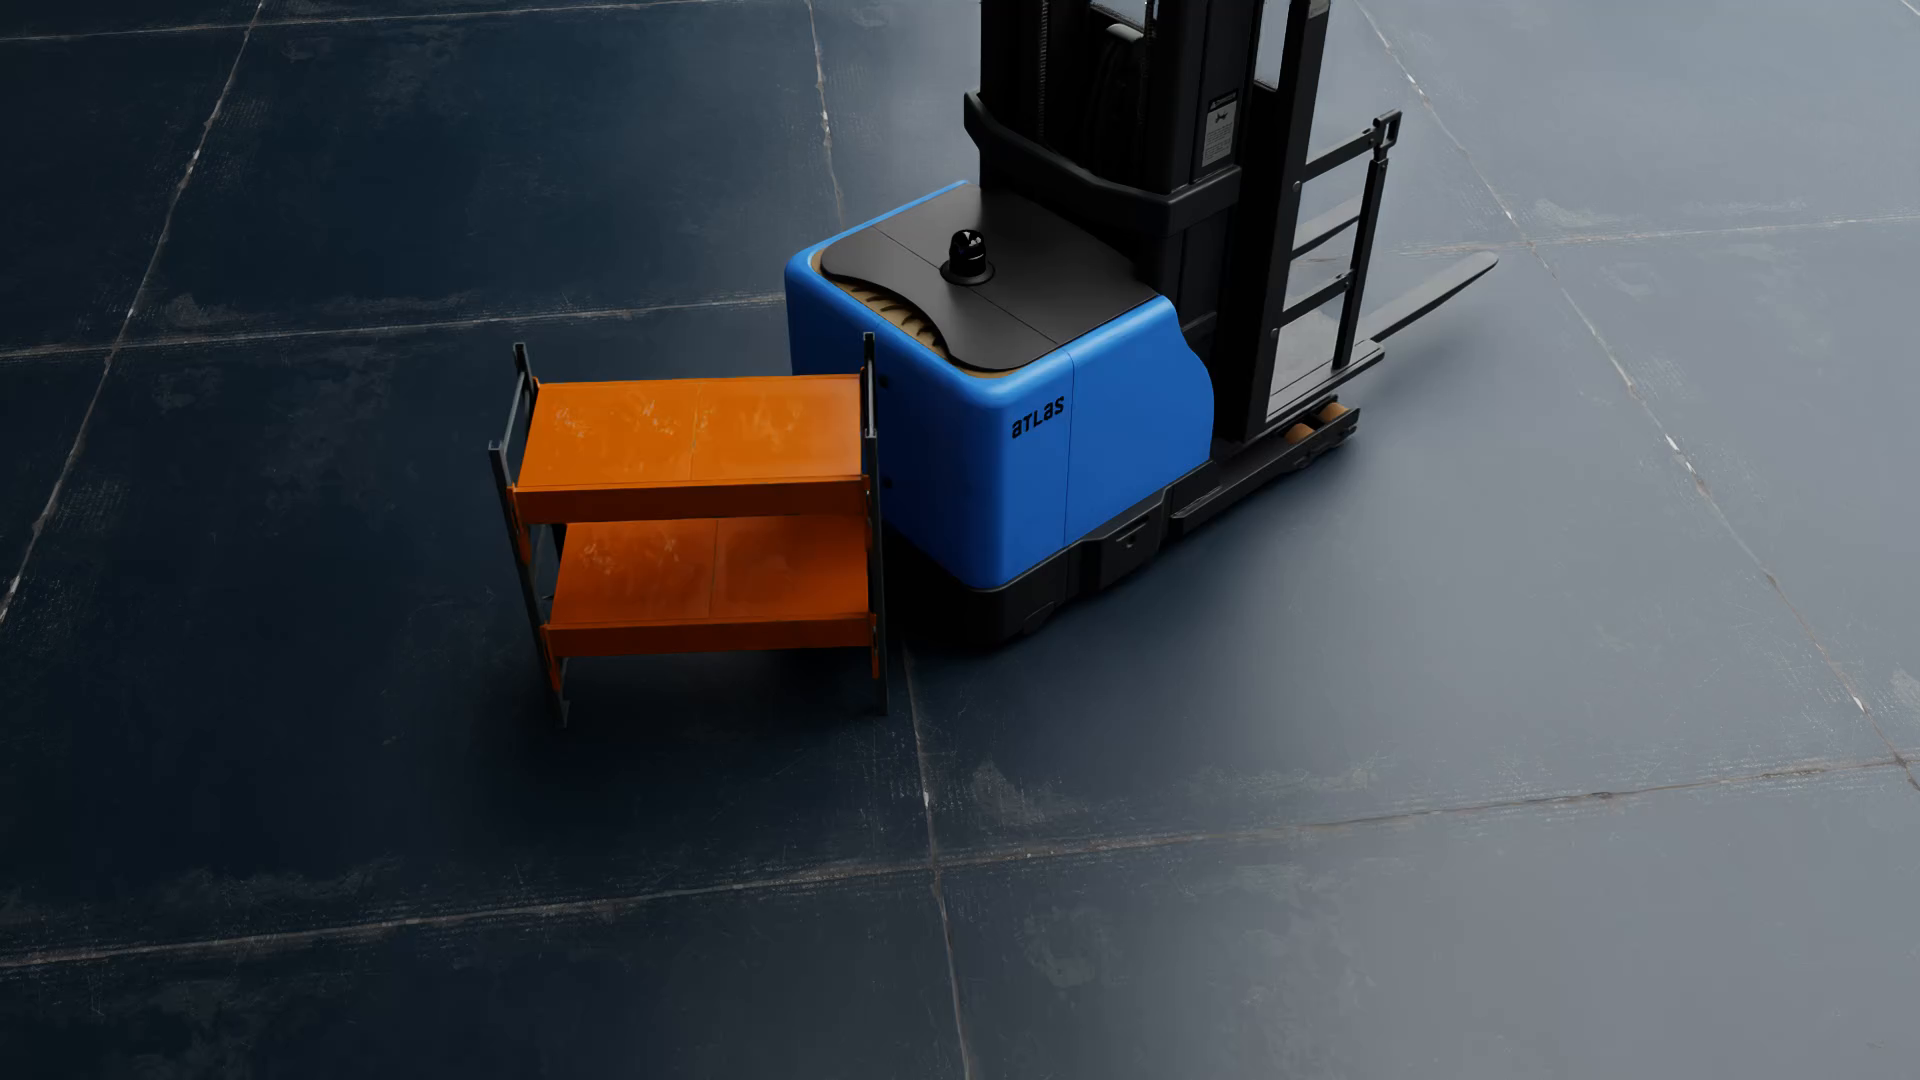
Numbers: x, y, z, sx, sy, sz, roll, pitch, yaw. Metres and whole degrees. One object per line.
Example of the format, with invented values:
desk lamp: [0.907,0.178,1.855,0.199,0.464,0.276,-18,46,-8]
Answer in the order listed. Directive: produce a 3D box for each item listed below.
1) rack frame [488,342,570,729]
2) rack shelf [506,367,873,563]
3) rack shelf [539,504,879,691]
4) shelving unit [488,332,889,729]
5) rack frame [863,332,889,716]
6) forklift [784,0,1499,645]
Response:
rack frame: [-1.271,0.008,5.044,0.032,1.125,0.500,-2,42,-2]
rack shelf: [-0.763,-0.227,4.868,1.000,0.278,0.538,-2,42,-2]
rack shelf: [-0.763,0.172,5.228,1.000,0.278,0.538,-2,42,-2]
shelving unit: [-0.763,-0.009,5.064,1.048,1.125,0.538,-2,42,-2]
rack frame: [-0.256,-0.027,5.084,0.032,1.125,0.500,-2,42,-2]
forklift: [0.865,-1.593,5.471,3.031,2.935,1.130,-30,50,-29]
